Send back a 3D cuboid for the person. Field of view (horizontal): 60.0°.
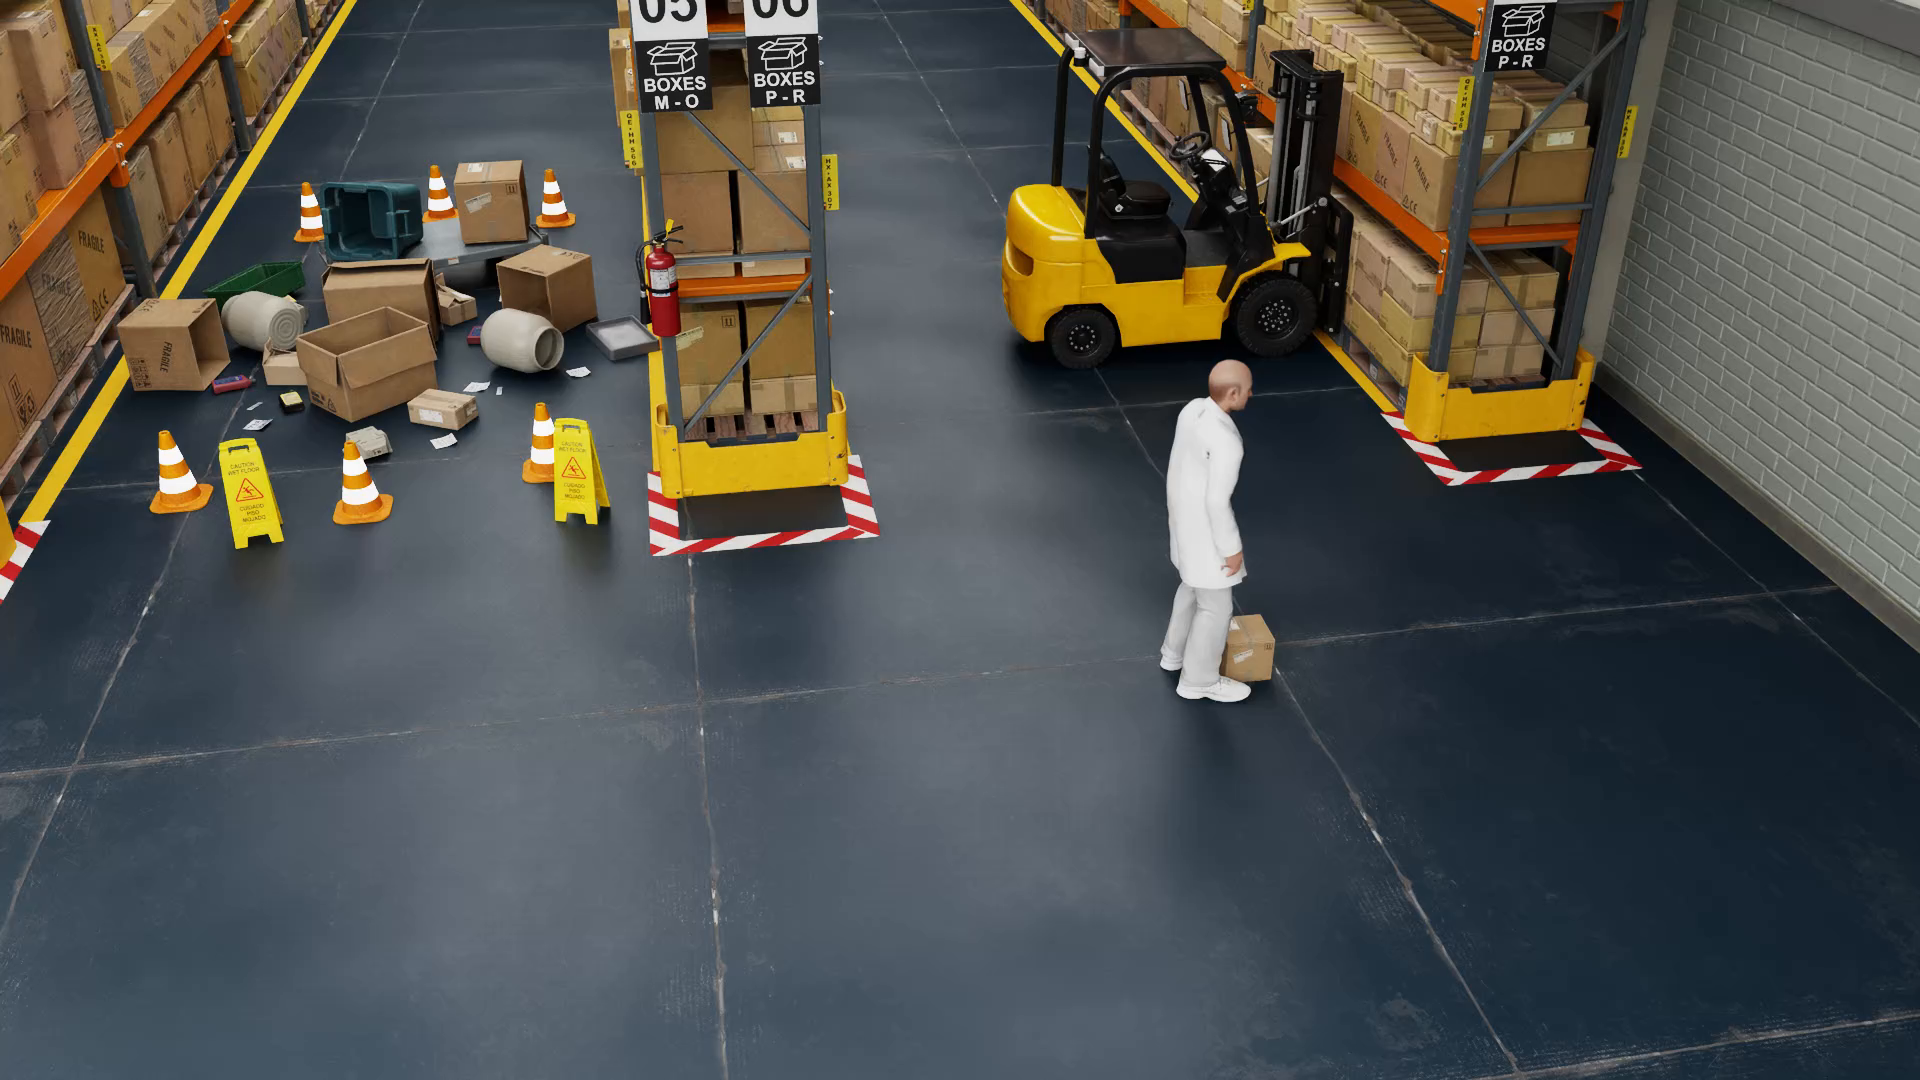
[{"bbox_3d":[1.238,-0.063,8.264,0.422,1.775,0.642,-5,31,-9],"label":"person"}]
